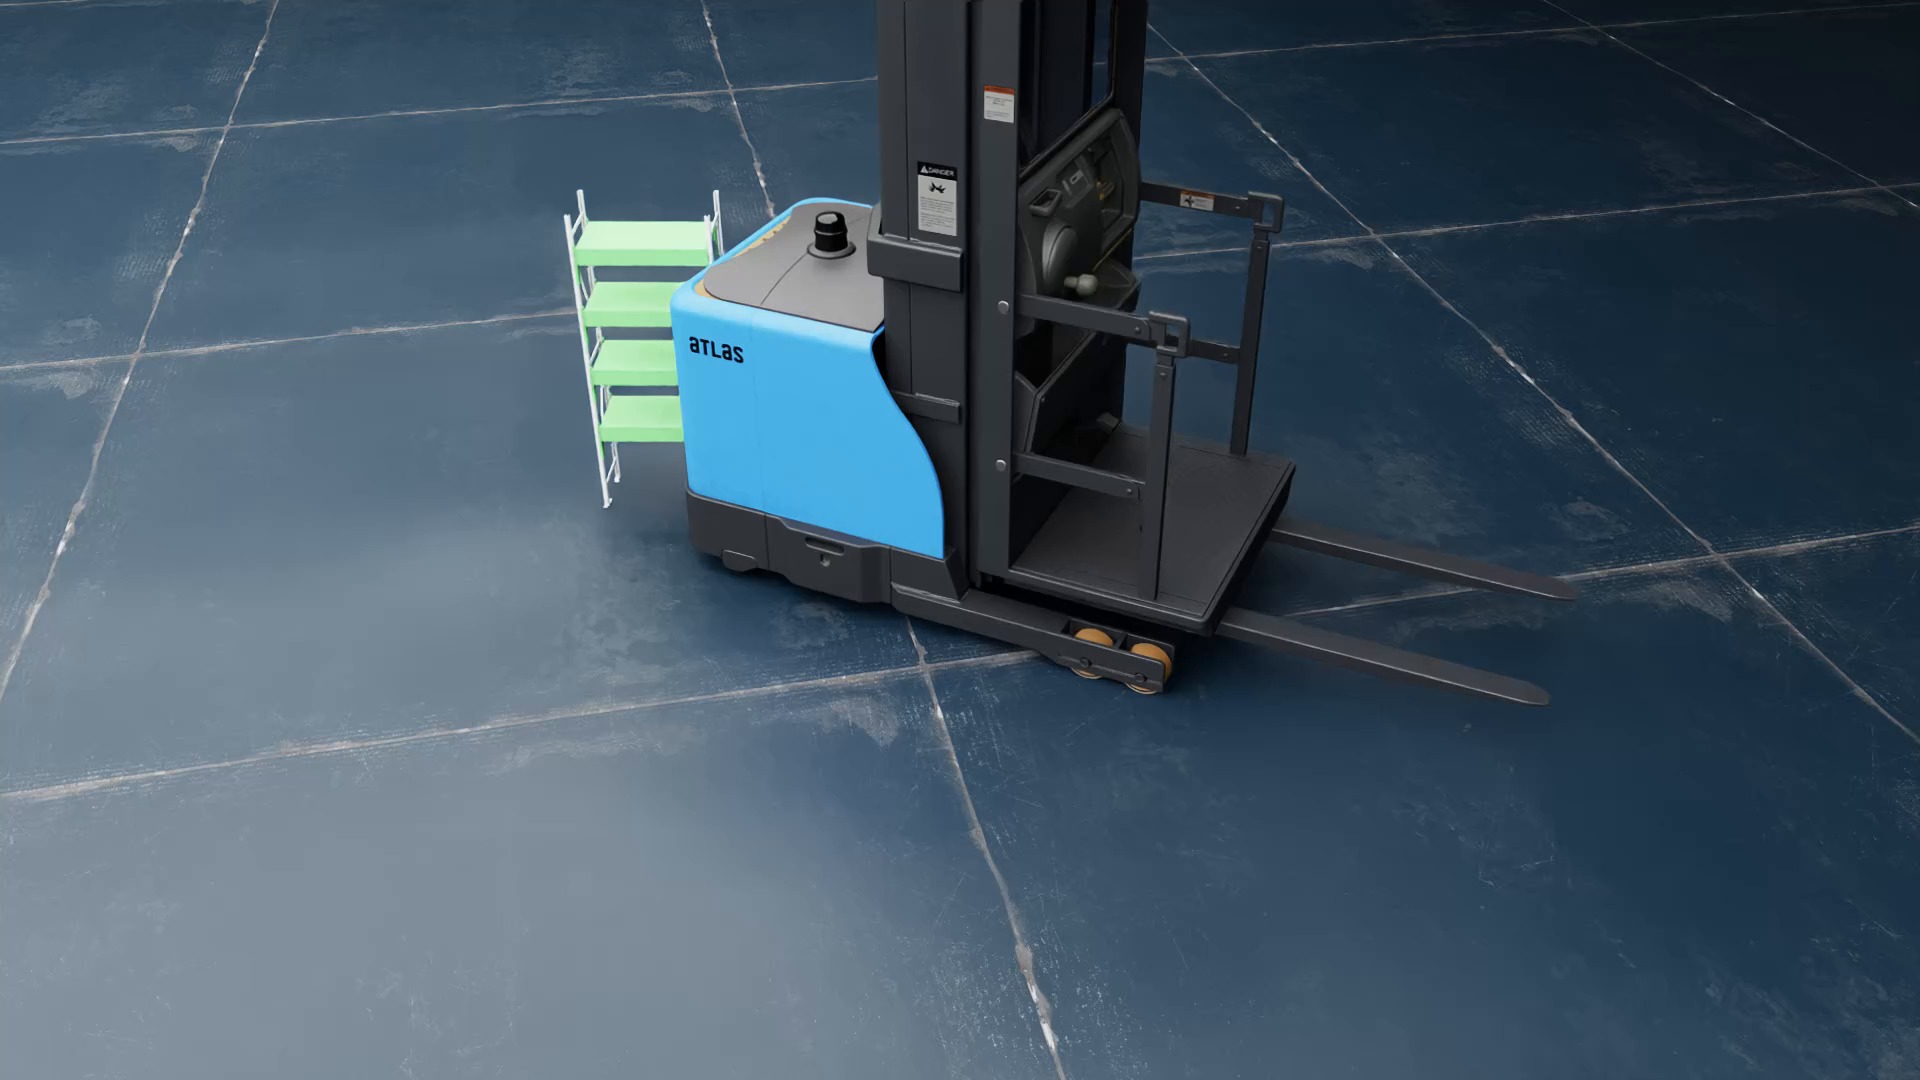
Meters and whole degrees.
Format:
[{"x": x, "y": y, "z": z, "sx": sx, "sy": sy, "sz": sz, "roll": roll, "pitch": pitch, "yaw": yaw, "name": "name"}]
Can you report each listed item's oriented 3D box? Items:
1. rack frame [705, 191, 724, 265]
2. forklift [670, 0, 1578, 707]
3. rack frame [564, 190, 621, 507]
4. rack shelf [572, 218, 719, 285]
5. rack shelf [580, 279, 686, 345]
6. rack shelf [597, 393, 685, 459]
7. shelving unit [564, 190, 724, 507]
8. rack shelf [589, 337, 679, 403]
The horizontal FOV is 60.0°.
[{"x": -0.876, "y": -0.687, "z": 6.198, "sx": 0.015, "sy": 1.200, "sz": 0.240, "roll": 0, "pitch": 34, "yaw": 1, "name": "rack frame"}, {"x": 0.568, "y": -1.047, "z": 5.180, "sx": 3.031, "sy": 2.935, "sz": 1.130, "roll": 14, "pitch": 36, "yaw": 20, "name": "forklift"}, {"x": -1.364, "y": -0.692, "z": 6.204, "sx": 0.015, "sy": 1.200, "sz": 0.240, "roll": 0, "pitch": 34, "yaw": 1, "name": "rack frame"}, {"x": -1.120, "y": -1.035, "z": 5.969, "sx": 0.480, "sy": 0.148, "sz": 0.258, "roll": 0, "pitch": 34, "yaw": 1, "name": "rack shelf"}, {"x": -1.120, "y": -0.836, "z": 6.103, "sx": 0.480, "sy": 0.148, "sz": 0.258, "roll": 0, "pitch": 34, "yaw": 1, "name": "rack shelf"}, {"x": -1.120, "y": -0.437, "z": 6.370, "sx": 0.480, "sy": 0.148, "sz": 0.258, "roll": 0, "pitch": 34, "yaw": 1, "name": "rack shelf"}, {"x": -1.120, "y": -0.689, "z": 6.201, "sx": 0.503, "sy": 1.200, "sz": 0.258, "roll": 0, "pitch": 34, "yaw": 1, "name": "shelving unit"}, {"x": -1.120, "y": -0.636, "z": 6.236, "sx": 0.480, "sy": 0.148, "sz": 0.258, "roll": 0, "pitch": 34, "yaw": 1, "name": "rack shelf"}]
